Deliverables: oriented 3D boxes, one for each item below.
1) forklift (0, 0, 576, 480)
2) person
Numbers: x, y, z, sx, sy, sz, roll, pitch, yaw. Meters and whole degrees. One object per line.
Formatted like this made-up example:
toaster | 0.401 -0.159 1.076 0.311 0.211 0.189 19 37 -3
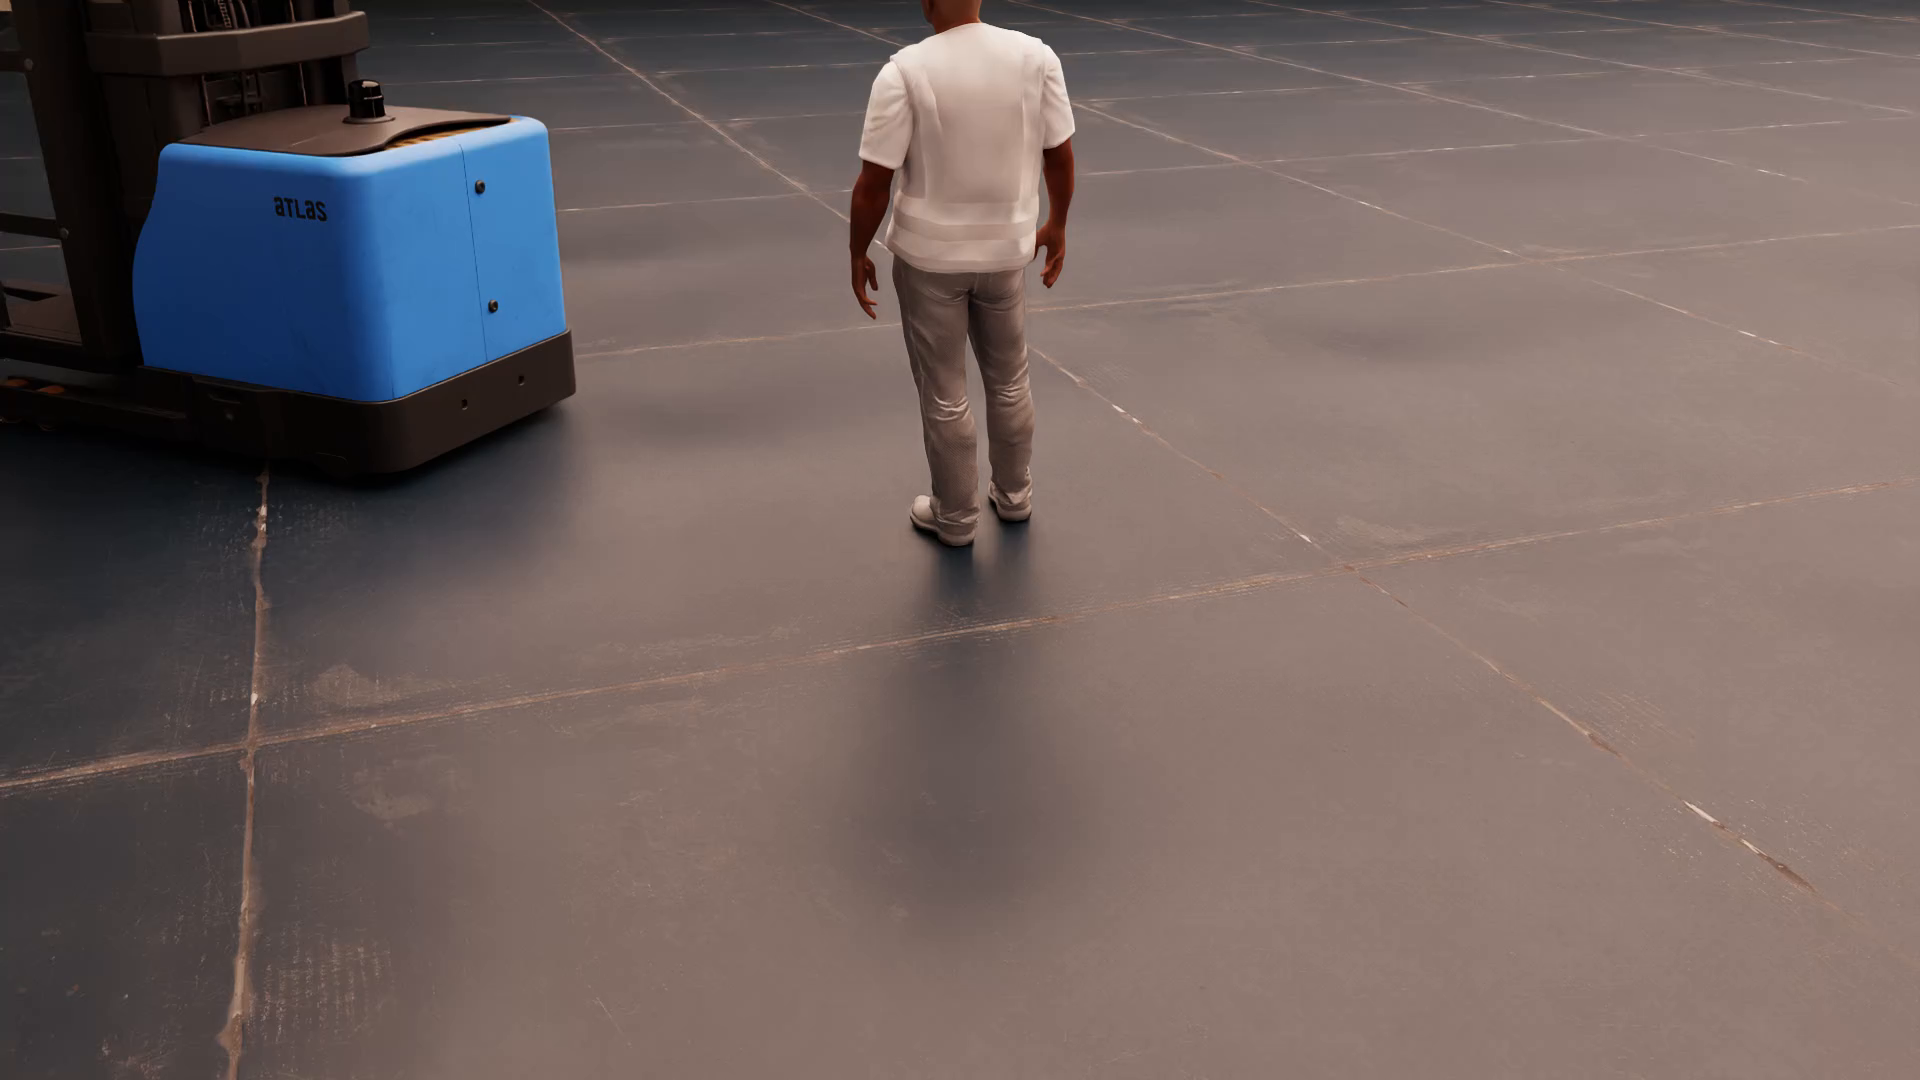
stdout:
forklift | -2.994 -1.916 5.854 3.031 2.935 1.130 10 25 23
person | -0.020 -0.847 4.797 0.665 1.769 0.574 -8 24 -18
